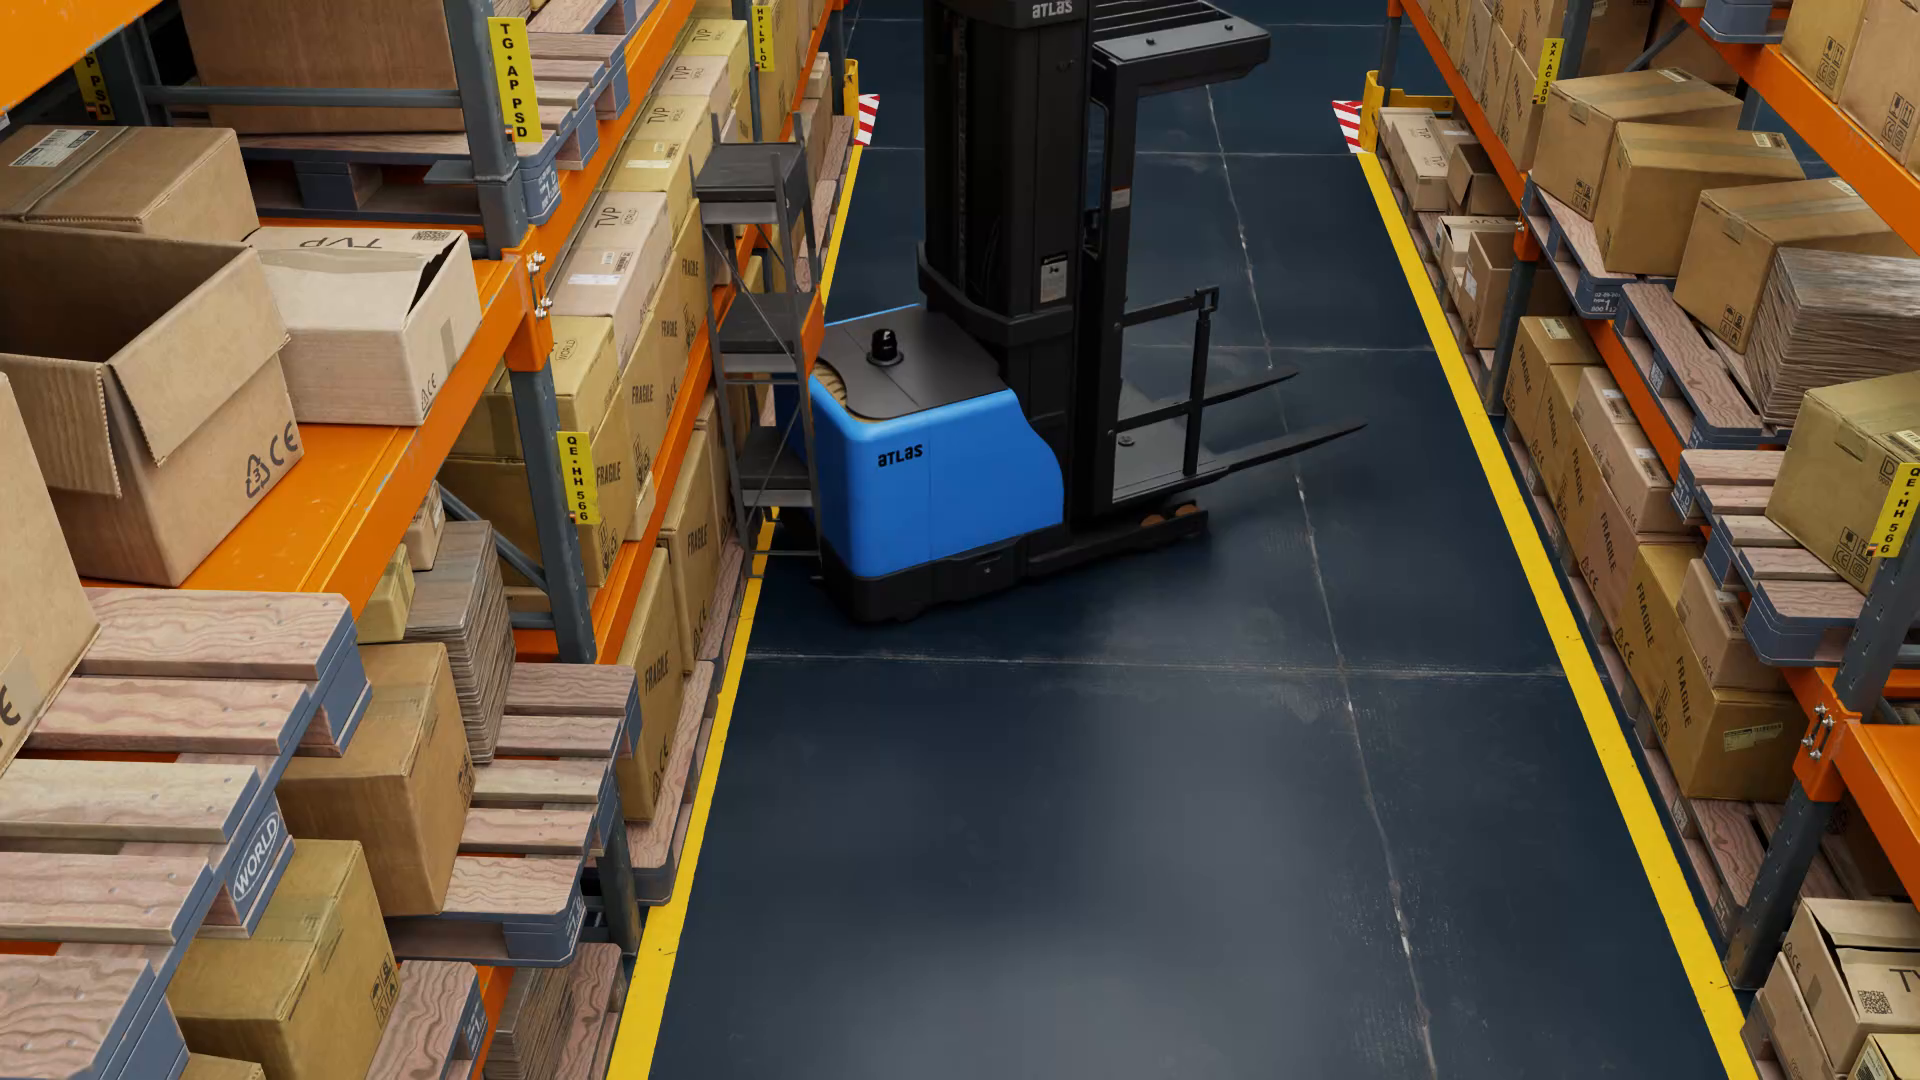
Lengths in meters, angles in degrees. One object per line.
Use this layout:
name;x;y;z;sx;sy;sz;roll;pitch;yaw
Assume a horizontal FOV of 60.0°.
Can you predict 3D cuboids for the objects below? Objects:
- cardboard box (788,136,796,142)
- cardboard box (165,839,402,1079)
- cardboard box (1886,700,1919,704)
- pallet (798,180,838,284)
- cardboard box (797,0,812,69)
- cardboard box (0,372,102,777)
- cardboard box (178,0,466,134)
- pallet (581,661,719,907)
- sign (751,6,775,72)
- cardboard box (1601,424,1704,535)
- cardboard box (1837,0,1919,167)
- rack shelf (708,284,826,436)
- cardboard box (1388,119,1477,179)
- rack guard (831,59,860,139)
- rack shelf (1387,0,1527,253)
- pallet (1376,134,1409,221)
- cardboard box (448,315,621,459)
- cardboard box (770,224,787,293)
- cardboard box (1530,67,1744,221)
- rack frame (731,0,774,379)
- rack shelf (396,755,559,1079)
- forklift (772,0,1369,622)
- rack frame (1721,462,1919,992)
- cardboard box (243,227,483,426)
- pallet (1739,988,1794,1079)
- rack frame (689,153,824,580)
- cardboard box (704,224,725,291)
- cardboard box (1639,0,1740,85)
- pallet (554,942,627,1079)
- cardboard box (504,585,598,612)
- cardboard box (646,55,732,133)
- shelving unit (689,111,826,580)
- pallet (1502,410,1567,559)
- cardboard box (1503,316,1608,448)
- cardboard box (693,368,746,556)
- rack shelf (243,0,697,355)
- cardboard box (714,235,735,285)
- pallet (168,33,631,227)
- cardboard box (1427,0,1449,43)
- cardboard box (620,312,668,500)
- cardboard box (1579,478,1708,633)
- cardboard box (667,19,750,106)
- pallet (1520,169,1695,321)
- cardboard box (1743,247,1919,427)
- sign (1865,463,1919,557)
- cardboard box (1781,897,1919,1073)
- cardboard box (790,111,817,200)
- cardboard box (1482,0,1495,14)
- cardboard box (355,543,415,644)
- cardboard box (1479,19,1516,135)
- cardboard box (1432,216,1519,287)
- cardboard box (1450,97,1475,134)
cardboard box;-1.171;-2.380;10.273;0.380;0.149;0.250;0;35;1
cardboard box;-1.718;1.018;3.724;0.700;0.500;0.500;1;35;2
cardboard box;3.588;0.651;6.506;0.500;0.500;0.500;0;35;0
pallet;-1.366;-2.043;10.974;1.003;0.211;1.213;1;35;2
cardboard box;-1.428;-3.318;10.101;0.980;0.700;0.700;0;35;0
cardboard box;-1.691;0.089;2.453;0.500;0.500;0.500;0;35;0
cardboard box;-1.720;-1.471;4.656;0.700;0.500;0.500;-1;35;-2
pallet;-1.574;0.942;6.727;1.003;0.211;1.213;1;35;2
sign;-0.978;-2.480;8.233;0.100;0.325;0.005;1;35;2
cardboard box;3.106;-0.263;7.155;0.500;0.250;0.500;1;35;1
cardboard box;3.273;-1.448;5.006;0.910;0.500;0.500;1;35;2
rack shelf;-0.849;-0.815;7.522;0.431;0.518;0.480;1;34;6
cardboard box;3.264;-2.694;11.483;0.500;0.250;0.500;1;35;2
rack guard;-1.359;-3.335;12.561;1.175;0.500;0.348;1;35;2
rack shelf;3.509;-2.789;10.235;1.077;0.370;4.000;1;35;2
pallet;3.556;-2.589;11.751;1.003;0.211;1.213;1;35;2
cardboard box;-1.404;-0.497;5.333;0.500;0.250;0.500;2;35;3
cardboard box;-1.388;-1.623;9.759;0.700;0.500;0.500;2;35;2
cardboard box;3.187;-1.880;7.864;0.700;0.500;0.500;-10;36;-14
rack frame;-1.521;-2.046;8.553;1.000;3.000;0.127;1;35;2
rack shelf;-1.762;1.695;3.855;1.077;0.370;4.000;1;35;2
forklift;0.654;-1.409;7.706;3.031;2.935;1.130;-16;38;-22
rack frame;3.268;0.364;5.123;1.000;3.000;0.127;1;35;2
cardboard box;-1.440;-0.527;3.843;0.500;0.311;0.500;1;35;2
pallet;3.196;1.977;5.253;1.003;0.211;1.213;1;35;2
rack frame;-0.874;-0.691;7.313;0.400;2.100;0.015;1;34;6
cardboard box;-1.327;-1.364;7.219;0.500;0.500;0.500;1;35;2
cardboard box;3.729;-2.648;8.453;0.500;0.500;0.500;2;35;3
pallet;-1.714;1.842;5.446;1.003;0.211;1.213;1;35;2
cardboard box;-1.437;0.163;5.611;0.380;0.149;0.250;1;35;1
cardboard box;-1.314;-1.956;7.409;0.500;0.250;0.500;2;35;3
shelving unit;-0.850;-0.827;7.514;0.431;2.100;0.503;1;34;6
pallet;3.434;-0.325;8.529;1.003;0.211;1.213;1;35;2
cardboard box;3.166;-0.819;8.598;0.500;0.500;0.500;0;35;0
cardboard box;-1.450;-0.451;7.788;0.750;0.750;0.750;2;35;3
rack shelf;-1.601;-1.830;6.262;1.077;0.370;4.000;1;35;2
cardboard box;-1.245;-1.304;7.698;0.380;0.149;0.250;1;35;2
pallet;-1.709;-1.269;5.003;1.213;0.211;1.003;3;35;4
cardboard box;3.270;-3.439;10.448;0.500;0.500;0.500;1;35;2
cardboard box;-1.376;-0.493;5.979;0.500;0.500;0.500;2;35;3
cardboard box;3.107;0.065;7.340;0.500;0.500;0.500;0;35;0
cardboard box;-1.284;-2.249;7.827;0.500;0.250;0.500;2;35;3
pallet;3.288;-1.399;7.798;1.003;0.211;1.213;1;35;2
cardboard box;3.409;-0.734;6.233;0.700;0.500;0.500;8;36;11
sign;2.726;-0.084;4.823;0.100;0.325;0.005;1;35;2
cardboard box;2.954;1.382;5.213;0.500;0.311;0.500;2;35;3
cardboard box;-1.328;-2.512;11.025;0.700;0.500;0.500;0;35;0
cardboard box;3.229;-3.264;9.329;0.500;0.500;0.500;2;35;2
cardboard box;-1.663;0.150;4.394;0.380;0.149;0.250;-4;35;-6
cardboard box;3.212;-2.564;9.203;0.500;0.500;0.500;2;35;3
cardboard box;3.199;-1.779;10.128;0.500;0.311;0.500;1;35;2
cardboard box;3.814;-3.071;11.803;0.500;0.500;0.500;1;35;2
